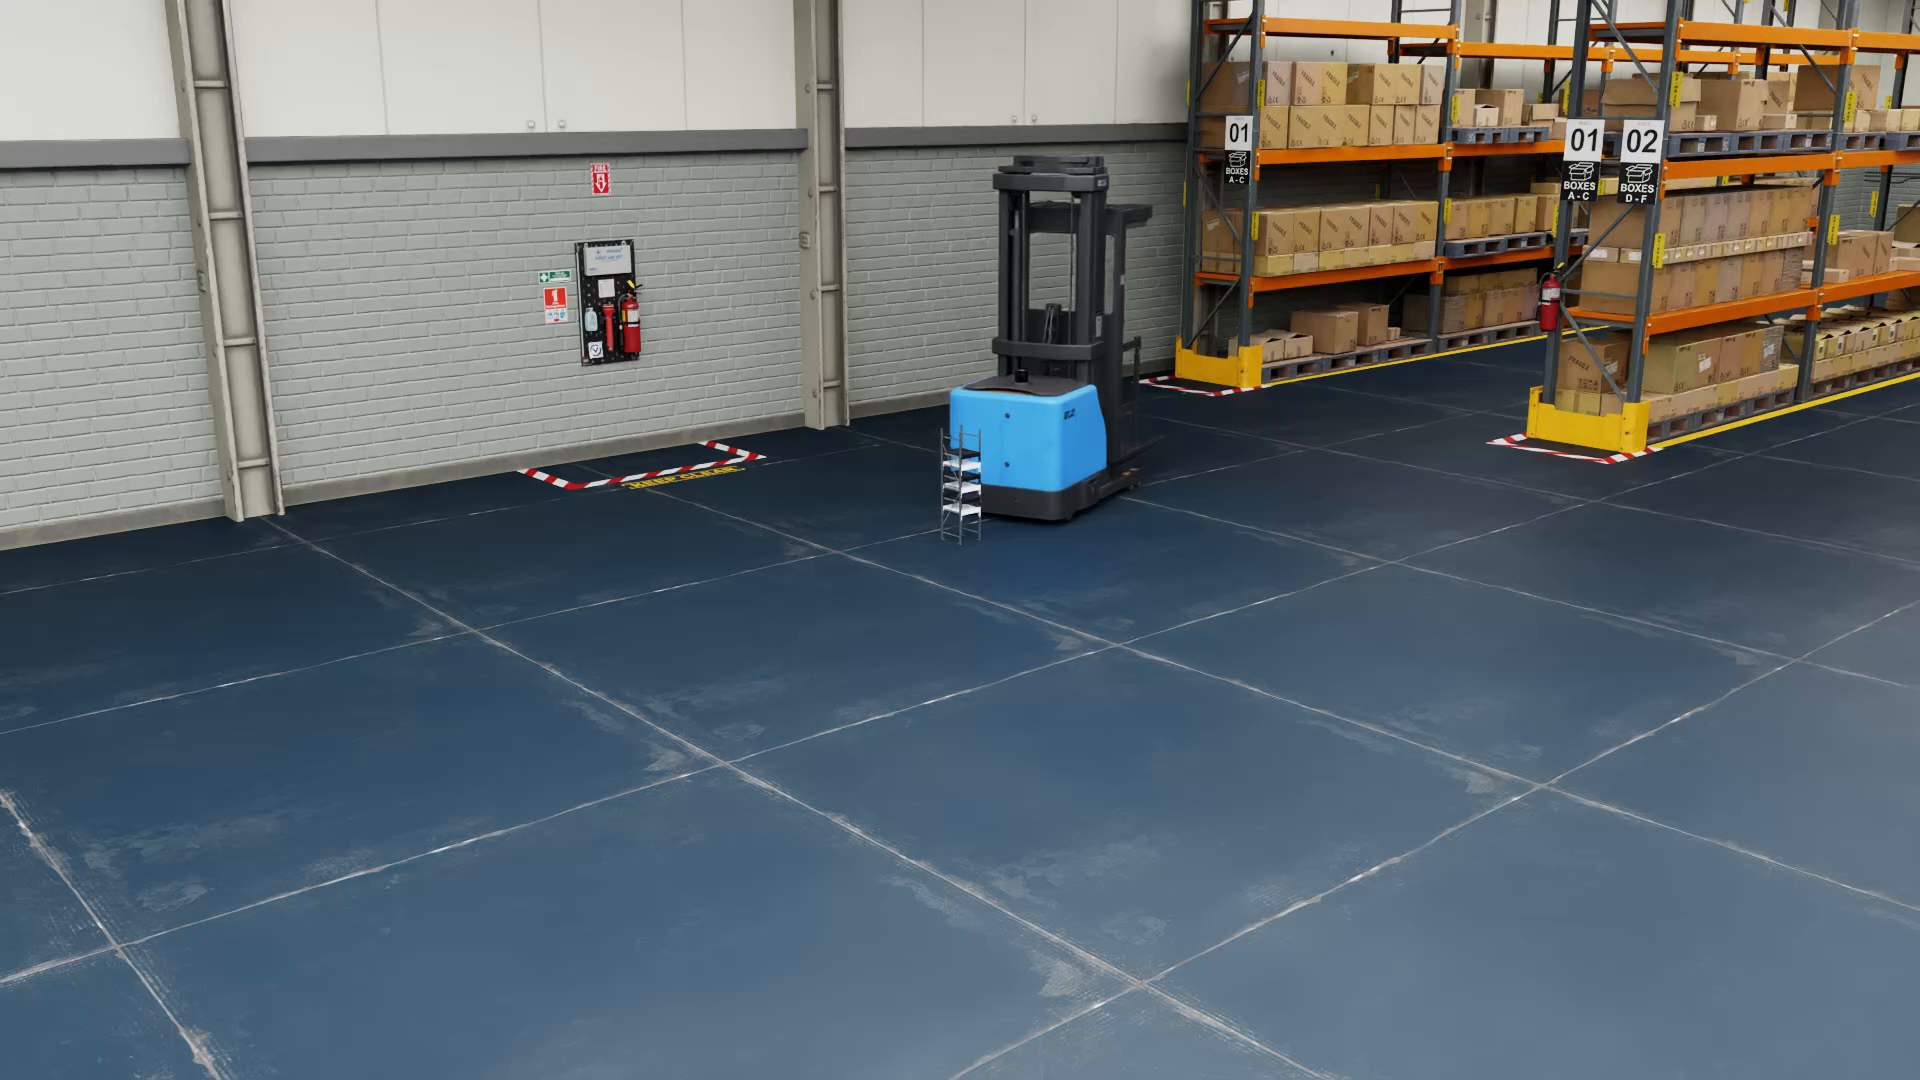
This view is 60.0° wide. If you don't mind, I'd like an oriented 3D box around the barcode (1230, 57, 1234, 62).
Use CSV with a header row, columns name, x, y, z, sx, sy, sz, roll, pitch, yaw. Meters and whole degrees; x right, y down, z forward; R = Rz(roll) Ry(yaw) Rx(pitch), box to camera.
name,x,y,z,sx,sy,sz,roll,pitch,yaw
barcode,3.342,-5.898,20.411,0.075,0.075,0.001,-13,19,-39

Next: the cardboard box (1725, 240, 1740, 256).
name,x,y,z,sx,sy,sz,roll,pitch,yaw
cardboard box,7.987,-3.092,17.564,0.250,0.149,0.380,-12,19,-39

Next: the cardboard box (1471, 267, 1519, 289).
name,x,y,z,sx,sy,sz,roll,pitch,yaw
cardboard box,7.805,-3.828,24.305,0.500,0.250,0.500,-13,20,-40

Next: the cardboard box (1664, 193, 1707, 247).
name,x,y,z,sx,sy,sz,roll,pitch,yaw
cardboard box,7.183,-3.297,17.072,0.500,0.500,0.700,-13,20,-41

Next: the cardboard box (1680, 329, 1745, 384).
name,x,y,z,sx,sy,sz,roll,pitch,yaw
cardboard box,8.073,-1.984,17.926,0.500,0.500,0.500,-13,19,-39

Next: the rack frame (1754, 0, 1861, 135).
name,x,y,z,sx,sy,sz,roll,pitch,yaw
rack frame,9.407,-6.022,18.357,0.127,3.000,1.000,-13,19,-39

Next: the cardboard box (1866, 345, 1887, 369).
name,x,y,z,sx,sy,sz,roll,pitch,yaw
cardboard box,11.033,-2.279,20.483,0.500,0.250,0.500,-12,19,-38

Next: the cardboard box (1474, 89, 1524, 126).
name,x,y,z,sx,sy,sz,roll,pitch,yaw
cardboard box,7.547,-6.074,23.356,0.500,0.500,0.500,-14,20,-41

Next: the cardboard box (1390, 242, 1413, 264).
name,x,y,z,sx,sy,sz,roll,pitch,yaw
cardboard box,5.612,-3.802,21.925,0.500,0.250,0.500,-13,19,-39

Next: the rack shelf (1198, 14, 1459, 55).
name,x,y,z,sx,sy,sz,roll,pitch,yaw
rack shelf,4.643,-6.298,20.790,4.000,0.370,1.077,-13,19,-39

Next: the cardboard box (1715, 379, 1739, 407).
name,x,y,z,sx,sy,sz,roll,pitch,yaw
cardboard box,8.072,-1.622,18.023,0.500,0.250,0.500,-13,19,-39

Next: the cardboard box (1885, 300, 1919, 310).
name,x,y,z,sx,sy,sz,roll,pitch,yaw
cardboard box,12.976,-3.010,22.698,0.500,0.500,0.500,-12,19,-37

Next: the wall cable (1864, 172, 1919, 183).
name,x,y,z,sx,sy,sz,roll,pitch,yaw
wall cable,19.706,-8.407,33.303,0.112,2.526,3.097,-13,19,-39

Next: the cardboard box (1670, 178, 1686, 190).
name,x,y,z,sx,sy,sz,roll,pitch,yaw
cardboard box,11.226,-5.706,26.539,0.500,0.250,0.500,-12,19,-38

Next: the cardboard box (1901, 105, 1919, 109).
name,x,y,z,sx,sy,sz,roll,pitch,yaw
cardboard box,12.731,-5.379,21.569,0.500,0.500,0.910,-13,19,-39

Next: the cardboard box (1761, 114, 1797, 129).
name,x,y,z,sx,sy,sz,roll,pitch,yaw
cardboard box,8.676,-4.464,17.740,0.250,0.149,0.380,-13,19,-39

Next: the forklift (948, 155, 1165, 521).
name,x,y,z,sx,sy,sz,roll,pitch,yaw
forklift,1.015,-1.907,14.709,1.130,2.935,3.031,7,17,26

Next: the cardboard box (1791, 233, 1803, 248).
name,x,y,z,sx,sy,sz,roll,pitch,yaw
cardboard box,9.154,-3.356,18.551,0.250,0.149,0.380,-13,20,-41

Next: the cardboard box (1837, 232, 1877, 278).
name,x,y,z,sx,sy,sz,roll,pitch,yaw
cardboard box,10.772,-3.473,20.245,0.500,0.500,0.500,-13,19,-39

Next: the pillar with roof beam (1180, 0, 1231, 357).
name,x,y,z,sx,sy,sz,roll,pitch,yaw
pillar with roof beam,5.921,-5.757,17.365,0.400,9.000,9.100,-13,19,-39

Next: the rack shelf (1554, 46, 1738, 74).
name,x,y,z,sx,sy,sz,roll,pitch,yaw
rack shelf,10.678,-7.461,25.915,4.000,0.370,1.077,-13,19,-39

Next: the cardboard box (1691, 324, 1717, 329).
name,x,y,z,sx,sy,sz,roll,pitch,yaw
cardboard box,8.097,-2.173,18.635,0.500,0.500,0.500,-13,19,-39

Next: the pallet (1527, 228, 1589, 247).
name,x,y,z,sx,sy,sz,roll,pitch,yaw
pallet,8.702,-4.531,24.771,1.003,0.211,1.213,-13,19,-39

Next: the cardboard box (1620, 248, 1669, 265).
name,x,y,z,sx,sy,sz,roll,pitch,yaw
cardboard box,6.826,-2.832,16.590,0.250,0.149,0.380,-13,20,-40

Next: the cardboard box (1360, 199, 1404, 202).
name,x,y,z,sx,sy,sz,roll,pitch,yaw
cardboard box,5.660,-4.348,22.514,0.500,0.500,0.500,-13,20,-41

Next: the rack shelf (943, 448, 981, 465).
name,x,y,z,sx,sy,sz,roll,pitch,yaw
rack shelf,0.006,-0.665,13.078,0.200,0.077,0.258,-13,20,-39

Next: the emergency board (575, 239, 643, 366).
name,x,y,z,sx,sy,sz,roll,pitch,yaw
emergency board,-3.321,-2.269,15.932,0.643,1.169,0.194,-13,19,-39

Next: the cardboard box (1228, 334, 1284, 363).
name,x,y,z,sx,sy,sz,roll,pitch,yaw
cardboard box,3.716,-2.423,20.866,0.500,0.311,0.500,13,20,41

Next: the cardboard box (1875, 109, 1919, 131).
name,x,y,z,sx,sy,sz,roll,pitch,yaw
cardboard box,11.296,-5.106,20.217,0.500,0.250,0.500,-13,20,-40

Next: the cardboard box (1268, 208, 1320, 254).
name,x,y,z,sx,sy,sz,roll,pitch,yaw
cardboard box,4.071,-3.813,20.513,0.500,0.500,0.500,-13,19,-39

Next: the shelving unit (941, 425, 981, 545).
name,x,y,z,sx,sy,sz,roll,pitch,yaw
shelving unit,0.006,-0.436,13.139,0.210,0.900,0.258,-13,20,-39

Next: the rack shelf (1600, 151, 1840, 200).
name,x,y,z,sx,sy,sz,roll,pitch,yaw
rack shelf,7.898,-3.886,17.569,4.000,0.370,1.077,-13,19,-39

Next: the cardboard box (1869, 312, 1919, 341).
name,x,y,z,sx,sy,sz,roll,pitch,yaw
cardboard box,11.803,-2.721,21.050,0.500,0.311,0.500,-13,20,-40

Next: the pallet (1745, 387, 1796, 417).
name,x,y,z,sx,sy,sz,roll,pitch,yaw
pallet,8.779,-1.650,19.017,1.213,0.211,1.003,-13,19,-39

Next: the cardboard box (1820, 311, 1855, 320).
name,x,y,z,sx,sy,sz,roll,pitch,yaw
cardboard box,11.059,-2.738,21.117,0.500,0.311,0.500,-13,20,-41

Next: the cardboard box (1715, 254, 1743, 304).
name,x,y,z,sx,sy,sz,roll,pitch,yaw
cardboard box,7.916,-2.834,17.852,0.500,0.500,0.700,-12,19,-38

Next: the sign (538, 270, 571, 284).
name,x,y,z,sx,sy,sz,roll,pitch,yaw
sign,-3.796,-2.468,15.580,0.331,0.109,0.001,-13,19,-39

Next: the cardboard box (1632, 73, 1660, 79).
name,x,y,z,sx,sy,sz,roll,pitch,yaw
cardboard box,11.031,-7.295,26.436,0.500,0.250,0.500,-13,20,-41

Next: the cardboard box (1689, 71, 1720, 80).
name,x,y,z,sx,sy,sz,roll,pitch,yaw
cardboard box,12.561,-7.597,27.894,0.500,0.500,0.500,-13,20,-40

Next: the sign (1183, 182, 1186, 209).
name,x,y,z,sx,sy,sz,roll,pitch,yaw
sign,2.785,-4.233,20.430,0.005,0.325,0.100,-13,19,-39

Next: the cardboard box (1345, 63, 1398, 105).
name,x,y,z,sx,sy,sz,roll,pitch,yaw
cardboard box,5.158,-5.754,20.998,0.500,0.500,0.500,-14,20,-41

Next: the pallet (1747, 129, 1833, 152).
name,x,y,z,sx,sy,sz,roll,pitch,yaw
pallet,8.780,-4.380,18.196,1.213,0.211,1.003,-13,19,-39

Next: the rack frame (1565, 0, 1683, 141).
name,x,y,z,sx,sy,sz,roll,pitch,yaw
rack frame,6.389,-5.344,15.820,0.127,3.000,1.000,-13,19,-39

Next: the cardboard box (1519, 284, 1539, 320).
name,x,y,z,sx,sy,sz,roll,pitch,yaw
cardboard box,8.196,-3.573,24.805,0.500,0.500,0.700,-13,20,-39

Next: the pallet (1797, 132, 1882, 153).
name,x,y,z,sx,sy,sz,roll,pitch,yaw
pallet,10.064,-4.632,19.338,1.217,0.209,0.805,-14,20,-42

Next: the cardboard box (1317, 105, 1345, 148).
name,x,y,z,sx,sy,sz,roll,pitch,yaw
cardboard box,4.369,-5.098,20.477,0.500,0.500,0.500,-12,19,-37

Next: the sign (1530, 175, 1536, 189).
name,x,y,z,sx,sy,sz,roll,pitch,yaw
sign,8.803,-5.432,25.529,0.005,0.325,0.100,-13,19,-39

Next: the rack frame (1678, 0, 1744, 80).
name,x,y,z,sx,sy,sz,roll,pitch,yaw
rack frame,12.187,-8.341,27.039,0.127,3.000,1.000,-13,19,-39

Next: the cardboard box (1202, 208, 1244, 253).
name,x,y,z,sx,sy,sz,roll,pitch,yaw
cardboard box,3.351,-3.830,20.576,0.500,0.500,0.500,-13,20,-40

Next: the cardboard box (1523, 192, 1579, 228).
name,x,y,z,sx,sy,sz,roll,pitch,yaw
cardboard box,8.822,-4.944,24.901,0.700,0.500,0.500,13,20,40
